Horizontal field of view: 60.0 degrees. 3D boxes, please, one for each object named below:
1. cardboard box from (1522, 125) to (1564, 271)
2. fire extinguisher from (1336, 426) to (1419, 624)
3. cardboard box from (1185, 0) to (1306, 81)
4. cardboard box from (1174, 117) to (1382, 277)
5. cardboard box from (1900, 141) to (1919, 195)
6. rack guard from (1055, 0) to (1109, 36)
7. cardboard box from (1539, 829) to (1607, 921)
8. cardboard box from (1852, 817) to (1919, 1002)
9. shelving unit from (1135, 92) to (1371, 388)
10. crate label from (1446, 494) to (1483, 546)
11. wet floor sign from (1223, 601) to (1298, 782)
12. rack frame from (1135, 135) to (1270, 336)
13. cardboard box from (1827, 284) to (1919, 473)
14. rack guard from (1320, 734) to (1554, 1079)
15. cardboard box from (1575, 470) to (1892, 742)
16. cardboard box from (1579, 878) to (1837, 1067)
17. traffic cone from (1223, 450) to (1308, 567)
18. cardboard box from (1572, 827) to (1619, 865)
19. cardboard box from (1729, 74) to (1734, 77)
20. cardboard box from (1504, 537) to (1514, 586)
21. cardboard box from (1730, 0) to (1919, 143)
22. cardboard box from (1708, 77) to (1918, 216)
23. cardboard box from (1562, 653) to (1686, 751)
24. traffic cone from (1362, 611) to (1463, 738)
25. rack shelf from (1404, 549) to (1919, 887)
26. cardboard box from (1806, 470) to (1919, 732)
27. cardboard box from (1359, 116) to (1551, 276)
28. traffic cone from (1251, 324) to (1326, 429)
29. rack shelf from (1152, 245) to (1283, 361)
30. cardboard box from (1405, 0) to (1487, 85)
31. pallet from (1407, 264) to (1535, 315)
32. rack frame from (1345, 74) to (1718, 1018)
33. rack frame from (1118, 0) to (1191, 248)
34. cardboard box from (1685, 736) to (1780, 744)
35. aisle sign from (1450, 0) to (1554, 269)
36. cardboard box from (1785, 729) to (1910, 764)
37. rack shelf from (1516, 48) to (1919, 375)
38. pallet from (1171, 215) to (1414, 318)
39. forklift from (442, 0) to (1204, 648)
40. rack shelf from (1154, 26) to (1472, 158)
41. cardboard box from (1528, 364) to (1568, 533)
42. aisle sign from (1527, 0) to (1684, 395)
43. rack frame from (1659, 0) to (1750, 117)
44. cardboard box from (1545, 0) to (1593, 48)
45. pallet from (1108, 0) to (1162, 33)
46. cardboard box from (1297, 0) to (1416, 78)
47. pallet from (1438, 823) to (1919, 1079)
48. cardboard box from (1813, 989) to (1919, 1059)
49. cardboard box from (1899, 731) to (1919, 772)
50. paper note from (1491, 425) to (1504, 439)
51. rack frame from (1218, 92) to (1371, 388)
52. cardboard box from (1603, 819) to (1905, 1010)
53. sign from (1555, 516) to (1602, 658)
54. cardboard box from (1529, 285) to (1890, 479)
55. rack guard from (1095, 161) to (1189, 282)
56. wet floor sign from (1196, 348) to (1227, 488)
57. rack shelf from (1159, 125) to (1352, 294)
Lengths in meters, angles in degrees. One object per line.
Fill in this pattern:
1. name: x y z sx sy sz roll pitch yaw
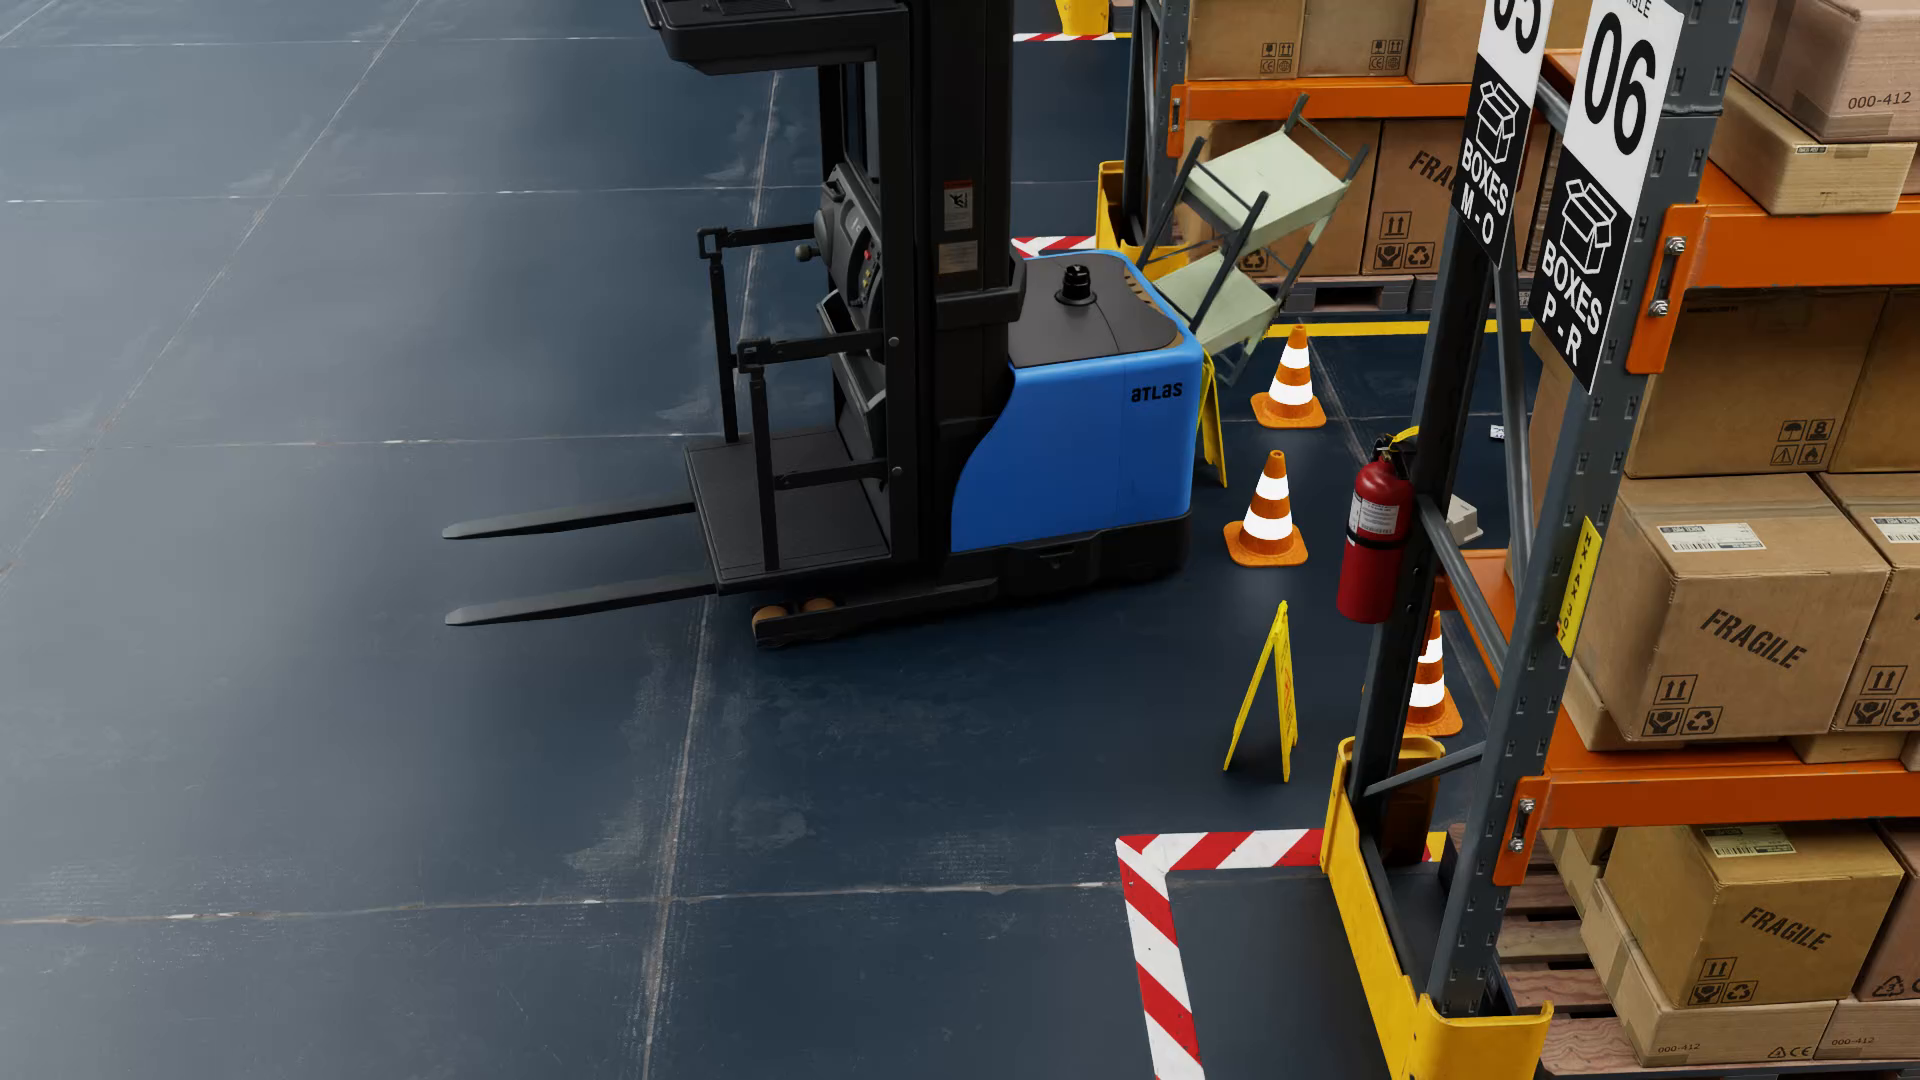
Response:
1. cardboard box: 3.476 -2.061 9.090 0.875 0.875 0.875 -1 35 -2
2. fire extinguisher: 1.211 -0.074 4.789 0.183 0.674 0.296 -2 35 -2
3. cardboard box: 1.381 -2.755 8.464 0.550 0.550 0.875 -2 35 -2
4. cardboard box: 1.687 -2.013 9.020 0.875 0.875 0.875 -1 35 -2
5. cardboard box: 1.952 -0.859 3.441 0.250 0.149 0.380 -3 35 -4
6. rack guard: 0.954 -4.454 13.247 0.348 0.500 1.175 -2 35 -2
7. cardboard box: 2.166 0.936 5.309 0.500 0.250 0.500 -2 35 -2
8. cardboard box: 2.712 0.921 4.672 0.500 0.500 0.500 -3 35 -4
9. shelving unit: 1.160 -1.205 7.513 0.755 1.500 0.431 -30 67 -36
10. crate label: 2.106 -0.093 7.264 0.298 0.136 0.250 -20 39 -26
11. wet floor sign: 1.107 0.518 5.934 0.232 0.644 0.267 10 36 14
12. rack frame: 0.903 -1.059 7.297 0.023 1.500 0.400 -30 67 -36
13. cardboard box: 2.353 -0.569 4.208 0.500 0.500 0.700 -1 35 -2
14. rack guard: 1.423 1.179 5.107 0.348 0.500 1.175 -2 35 -2
15. cardboard box: 1.834 0.135 4.070 0.500 0.500 0.500 -2 35 -3
16. cardboard box: 2.166 1.247 4.860 0.500 0.250 0.500 -2 35 -3
17. traffic cone: 1.324 -0.170 7.089 0.334 0.463 0.336 -2 35 -2
18. cardboard box: 2.136 0.633 5.088 0.500 0.500 0.500 -1 35 -2
19. cardboard box: 1.691 -1.145 3.854 0.250 0.149 0.380 -1 35 -2
20. cardboard box: 1.711 0.125 4.654 0.250 0.149 0.380 0 35 -1
21. cardboard box: 1.862 -1.003 3.298 0.500 0.250 0.500 -2 35 -3
22. cardboard box: 1.694 -0.801 3.357 0.250 0.149 0.380 -2 35 -2
23. cardboard box: 1.697 0.365 4.307 0.250 0.149 0.380 -1 35 -2
24. traffic cone: 1.716 0.452 6.191 0.334 0.463 0.336 -2 35 -2
25. rack shelf: 3.345 0.395 4.675 4.000 0.370 1.077 -2 35 -2
26. cardboard box: 2.351 0.119 4.093 0.500 0.500 0.500 -1 35 -1
27. cardboard box: 2.565 -2.038 9.056 0.875 0.875 0.875 -2 35 -3
28. traffic cone: 1.610 -0.822 8.031 0.334 0.463 0.336 -2 35 -2
29. rack shelf: 1.072 -1.005 7.755 0.720 0.370 0.431 -30 67 -36
30. cardboard box: 2.494 -2.726 8.422 0.550 0.550 0.875 -2 35 -2
31. pallet: 3.023 -1.608 9.389 1.213 0.211 1.003 -2 35 -2
32. rack frame: 1.348 0.153 4.393 0.127 3.000 1.000 -2 35 -2
33. rack frame: 1.012 -2.658 8.455 0.127 3.000 1.000 -2 35 -2
34. cardboard box: 1.948 0.350 4.329 0.250 0.149 0.380 -1 35 -2
35. aisle sign: 1.272 -1.079 3.889 0.004 0.787 0.394 -2 35 -2
36. cardboard box: 2.217 0.389 4.273 0.250 0.149 0.380 -3 35 -4
37. rack shelf: 3.345 -0.838 3.822 4.000 0.370 1.077 -2 35 -2
38. pallet: 1.807 -1.577 9.344 1.213 0.211 1.003 -2 35 -2
39. forklift: -0.607 -1.110 6.278 3.031 2.935 1.130 -9 36 -13
40. rack shelf: 3.010 -2.416 8.737 4.000 0.370 1.077 -2 35 -2
41. cardboard box: 1.877 -0.181 4.527 0.500 0.500 0.500 -2 35 -3
42. aisle sign: 1.300 -0.738 3.396 0.004 0.787 0.394 -2 35 -2
43. rack frame: 1.348 -2.314 2.686 0.127 3.000 1.000 -2 35 -2
44. cardboard box: 3.022 -2.764 8.476 0.500 0.550 0.875 -2 35 -2
45. pallet: 1.768 -4.337 13.332 1.213 0.211 1.003 -2 35 -2
46. cardboard box: 1.929 -2.782 8.503 0.550 0.550 0.875 -2 35 -2
47. pallet: 2.237 1.296 5.192 1.213 0.211 1.003 -2 35 -2
48. cardboard box: 2.677 1.237 4.874 0.500 0.250 0.500 0 35 -1
49. cardboard box: 2.473 0.408 4.245 0.250 0.149 0.380 -1 35 -1
50. paper note: 2.617 -0.512 7.965 0.142 0.017 0.144 10 36 14
51. rack frame: 1.418 -1.351 7.728 0.023 1.500 0.400 -30 67 -36
52. cardboard box: 2.190 0.937 4.648 0.500 0.500 0.500 -3 35 -4
53. sign: 1.373 0.106 3.701 0.005 0.325 0.100 -2 35 -2
54. cardboard box: 1.848 -0.559 4.194 0.500 0.500 0.700 -2 35 -3
55. rack guard: 0.988 -1.629 9.165 0.348 0.500 1.175 -2 35 -2
56. wet floor sign: 1.077 -0.563 7.497 0.232 0.644 0.267 -7 35 -10
57. rack shelf: 1.267 -1.444 7.223 0.720 0.370 0.431 -30 67 -36
